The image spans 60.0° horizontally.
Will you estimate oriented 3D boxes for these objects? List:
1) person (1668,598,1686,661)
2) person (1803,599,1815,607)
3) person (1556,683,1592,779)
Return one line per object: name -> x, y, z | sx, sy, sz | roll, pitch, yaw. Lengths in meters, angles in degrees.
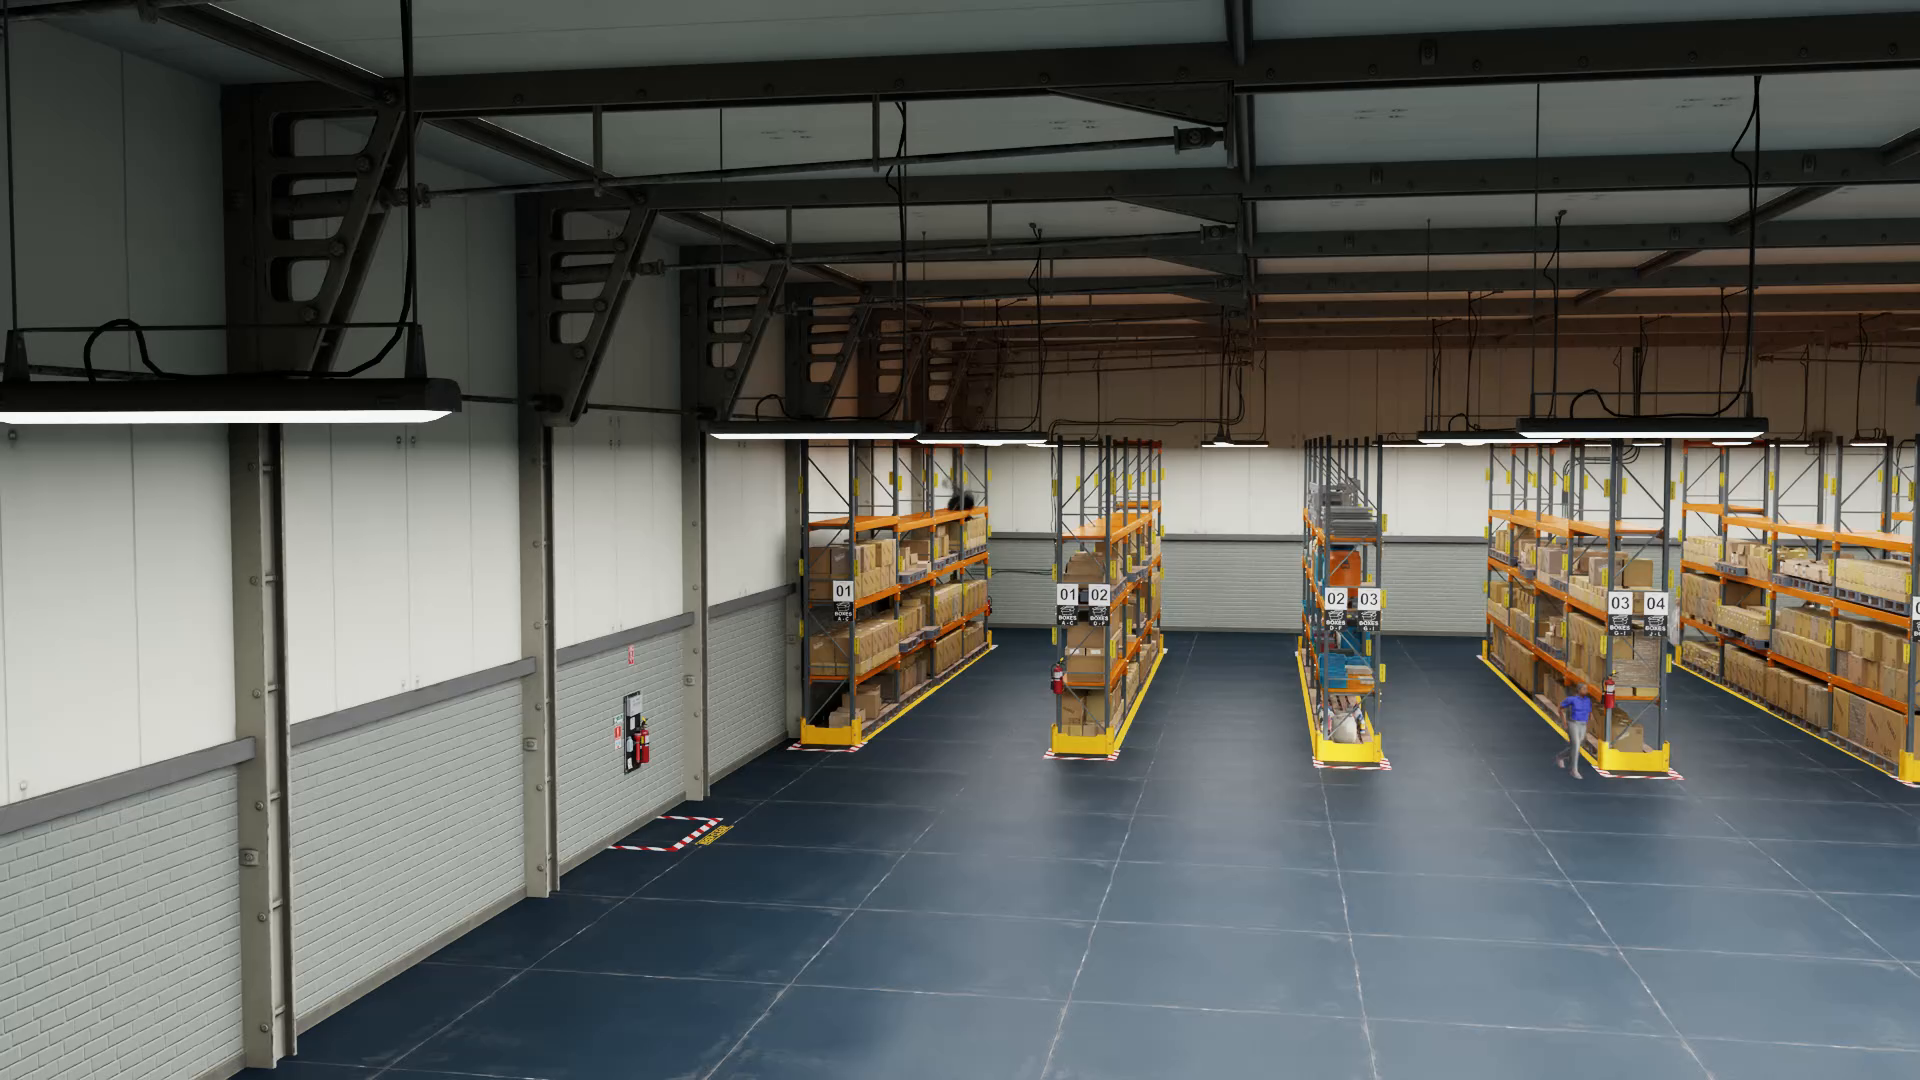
person -> 19.669, 2.401, 45.381 | 0.580, 1.760, 0.664 | 0, 3, 3
person -> 23.078, 2.390, 45.256 | 0.981, 1.765, 0.705 | 0, 3, 5
person -> 10.883, 3.337, 29.357 | 0.609, 1.654, 0.825 | -1, 3, -16
